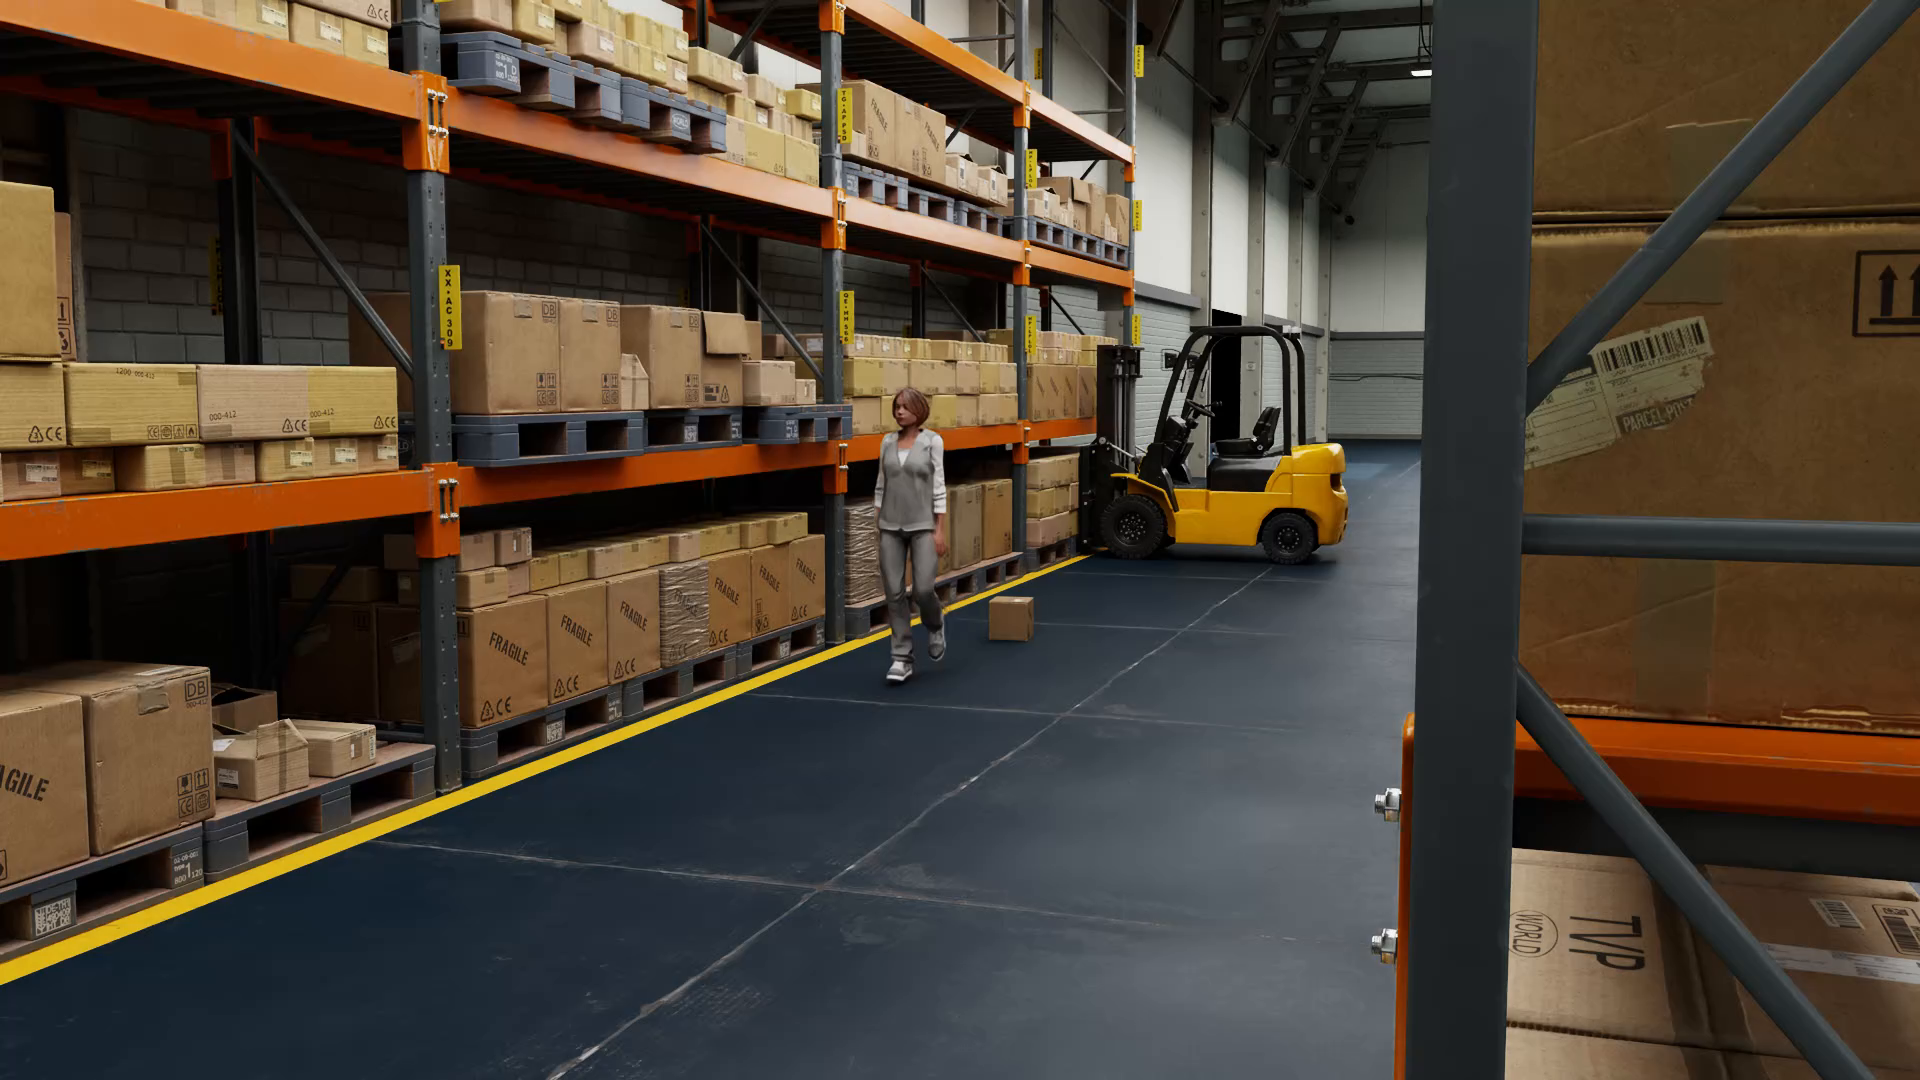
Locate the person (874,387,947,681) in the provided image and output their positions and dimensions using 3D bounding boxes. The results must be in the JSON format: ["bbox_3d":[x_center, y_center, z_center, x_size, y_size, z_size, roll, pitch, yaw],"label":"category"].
[{"bbox_3d":[-0.263,-0.041,9.130,0.423,1.591,0.511,2,6,16],"label":"person"}]
